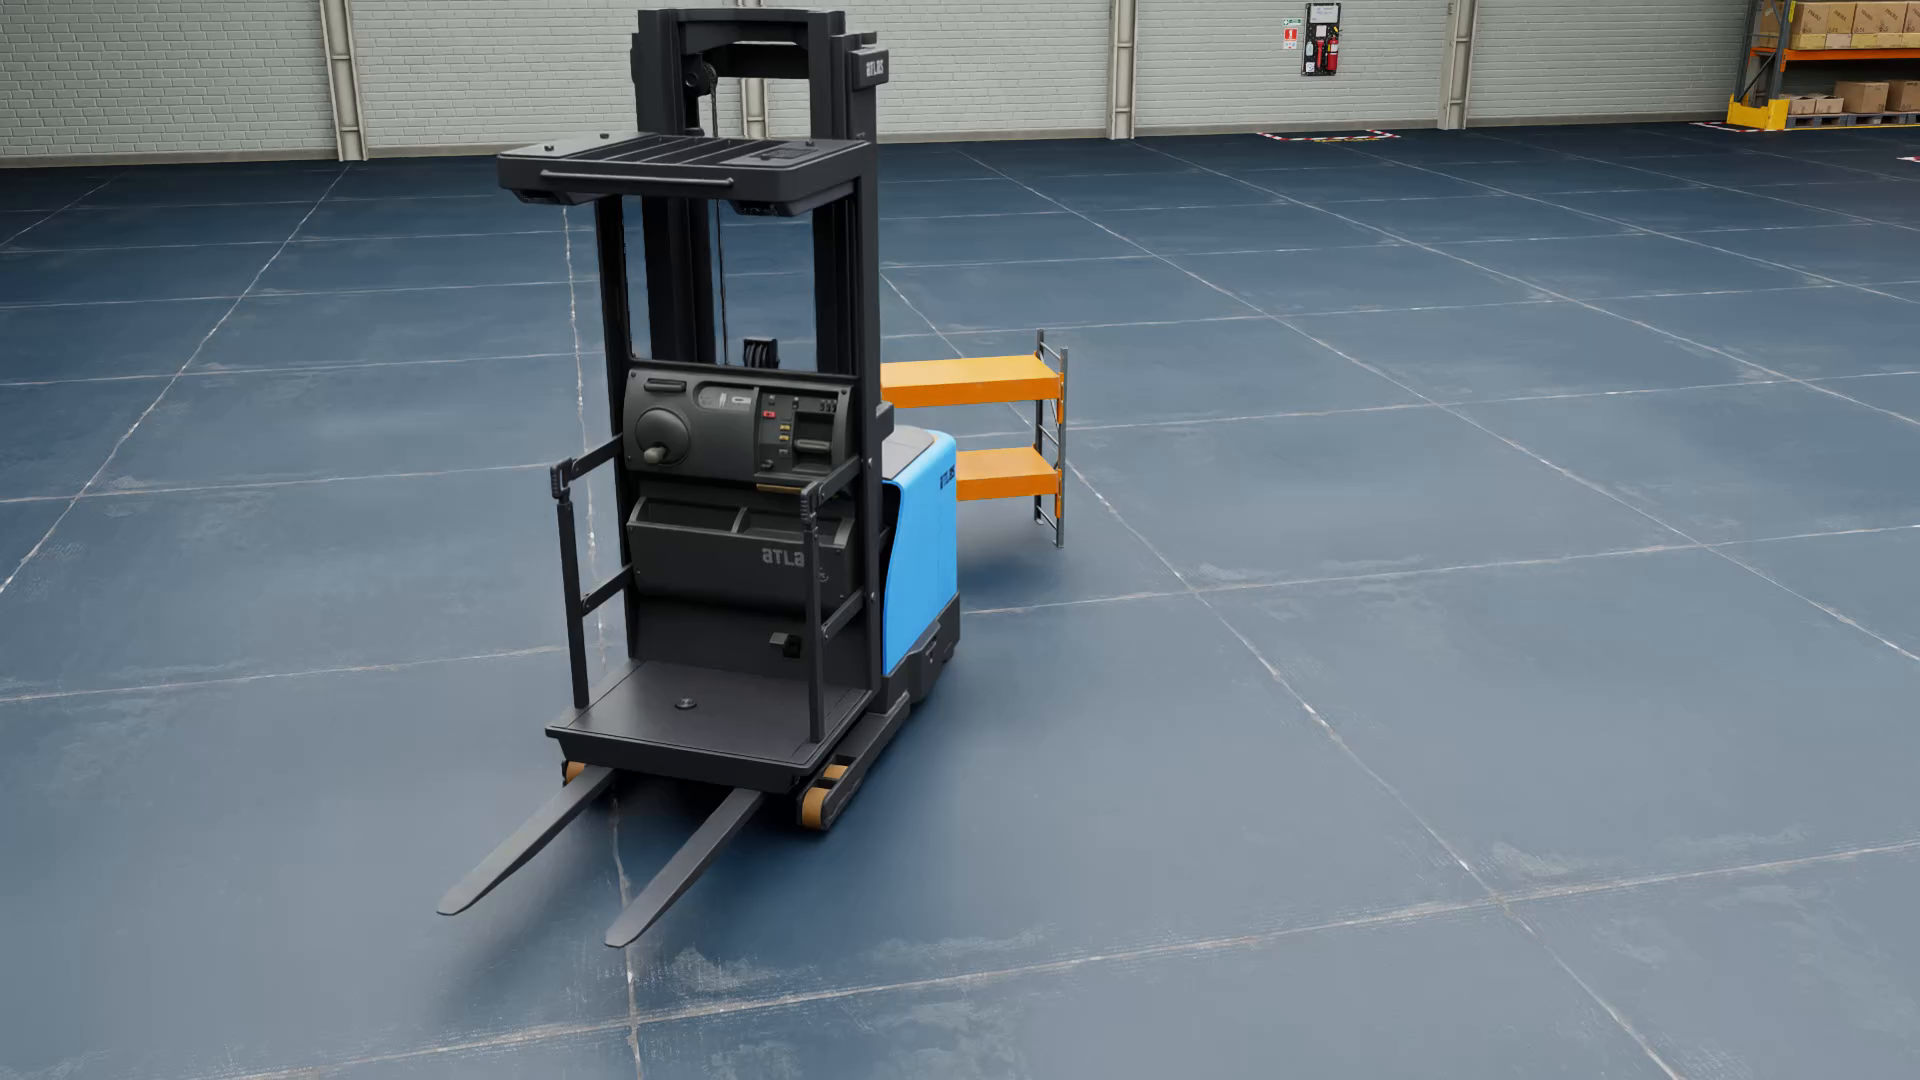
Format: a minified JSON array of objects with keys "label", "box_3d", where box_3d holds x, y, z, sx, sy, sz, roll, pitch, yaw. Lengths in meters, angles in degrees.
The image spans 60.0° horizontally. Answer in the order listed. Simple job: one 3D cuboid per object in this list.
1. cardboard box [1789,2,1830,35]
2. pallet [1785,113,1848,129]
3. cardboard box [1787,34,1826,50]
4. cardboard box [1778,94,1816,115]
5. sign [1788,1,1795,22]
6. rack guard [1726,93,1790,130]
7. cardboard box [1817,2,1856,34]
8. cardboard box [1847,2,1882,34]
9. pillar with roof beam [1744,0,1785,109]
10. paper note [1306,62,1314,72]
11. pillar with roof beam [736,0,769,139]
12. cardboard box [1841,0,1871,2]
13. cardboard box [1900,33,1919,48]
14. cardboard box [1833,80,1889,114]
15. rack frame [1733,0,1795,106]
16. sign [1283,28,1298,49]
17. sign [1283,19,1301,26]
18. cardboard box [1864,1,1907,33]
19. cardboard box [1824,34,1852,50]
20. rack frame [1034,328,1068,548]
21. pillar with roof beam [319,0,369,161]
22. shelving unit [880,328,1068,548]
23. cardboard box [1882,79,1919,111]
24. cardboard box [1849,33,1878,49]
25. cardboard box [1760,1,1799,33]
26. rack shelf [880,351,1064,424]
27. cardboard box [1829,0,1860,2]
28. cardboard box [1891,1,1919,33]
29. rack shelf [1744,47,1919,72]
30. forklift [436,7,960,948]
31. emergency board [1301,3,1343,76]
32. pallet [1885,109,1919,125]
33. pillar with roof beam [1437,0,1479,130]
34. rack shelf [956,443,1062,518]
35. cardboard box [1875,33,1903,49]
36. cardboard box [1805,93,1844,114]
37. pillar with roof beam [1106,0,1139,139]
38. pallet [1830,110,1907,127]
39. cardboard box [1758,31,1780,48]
[{"label":"cardboard box","box_3d":[14.364,-8.871,28.270,0.500,0.500,0.500,-5,21,-12]},{"label":"pallet","box_3d":[14.703,-7.392,29.187,1.213,0.211,1.003,-5,21,-12]},{"label":"cardboard box","box_3d":[14.378,-8.514,28.385,0.500,0.250,0.500,-5,21,-14]},{"label":"cardboard box","box_3d":[14.524,-7.611,29.002,0.500,0.311,0.500,-7,21,-19]},{"label":"sign","box_3d":[13.955,-8.868,27.903,0.005,0.325,0.100,-5,21,-12]},{"label":"rack guard","box_3d":[13.904,-7.475,28.994,0.348,0.500,1.175,-5,21,-12]},{"label":"cardboard box","box_3d":[14.847,-8.907,28.367,0.500,0.500,0.500,-5,21,-12]},{"label":"cardboard box","box_3d":[15.352,-8.946,28.473,0.500,0.500,0.500,-5,21,-14]},{"label":"pillar with roof beam","box_3d":[15.303,-10.364,24.524,0.400,9.000,9.100,-5,21,-12]},{"label":"paper note","box_3d":[5.872,-7.925,27.870,0.142,0.148,0.016,-5,21,-12]},{"label":"pillar with roof beam","box_3d":[-2.214,-8.939,20.634,0.400,9.000,9.100,-5,21,-12]},{"label":"cardboard box","box_3d":[15.724,-9.161,29.061,0.500,0.500,0.500,-4,21,-12]},{"label":"cardboard box","box_3d":[16.359,-8.678,28.832,0.500,0.250,0.500,-5,21,-13]},{"label":"cardboard box","box_3d":[15.804,-7.787,29.205,0.500,0.500,0.700,-6,21,-16]},{"label":"rack frame","box_3d":[13.830,-8.643,28.548,0.127,3.000,1.000,-5,21,-12]},{"label":"sign","box_3d":[5.498,-8.338,27.662,0.234,0.329,0.001,-5,21,-12]},{"label":"sign","box_3d":[5.504,-8.584,27.564,0.331,0.109,0.001,-5,21,-12]},{"label":"cardboard box","box_3d":[15.851,-8.990,28.596,0.500,0.500,0.500,-4,20,-11]},{"label":"cardboard box","box_3d":[14.880,-8.560,28.511,0.500,0.250,0.500,-5,21,-14]},{"label":"rack frame","box_3d":[0.501,-0.569,9.232,0.032,1.125,0.500,-5,21,-12]},{"label":"pillar with roof beam","box_3d":[-8.053,-8.464,19.338,0.400,9.000,9.100,-5,21,-12]},{"label":"shelving unit","box_3d":[0.007,-0.529,9.123,1.048,1.125,0.538,-5,21,-12]},{"label":"cardboard box","box_3d":[16.722,-7.897,29.505,0.500,0.500,0.500,-6,21,-17]},{"label":"cardboard box","box_3d":[15.377,-8.598,28.615,0.500,0.250,0.500,-5,21,-13]},{"label":"cardboard box","box_3d":[14.240,-9.042,28.737,0.500,0.500,0.500,-5,21,-13]},{"label":"rack shelf","box_3d":[0.007,-0.804,9.022,1.000,0.278,0.538,-5,21,-12]},{"label":"cardboard box","box_3d":[15.234,-9.121,28.953,0.500,0.500,0.500,-5,21,-14]},{"label":"cardboard box","box_3d":[16.357,-9.032,28.709,0.500,0.500,0.500,-5,21,-14]},{"label":"rack shelf","box_3d":[15.777,-8.463,29.104,4.000,0.370,1.077,-5,21,-12]},{"label":"forklift","box_3d":[-0.927,-0.426,6.216,1.130,2.935,3.031,6,21,16]},{"label":"emergency board","box_3d":[6.060,-8.330,27.694,0.643,1.169,0.194,-5,21,-12]},{"label":"pallet","box_3d":[17.077,-7.585,29.714,1.213,0.211,1.003,-5,21,-12]},{"label":"pillar with roof beam","box_3d":[9.464,-9.889,23.227,0.400,9.000,9.100,-5,21,-12]},{"label":"rack shelf","box_3d":[0.007,-0.299,9.207,1.000,0.278,0.538,-5,21,-12]},{"label":"cardboard box","box_3d":[15.870,-8.638,28.722,0.500,0.250,0.500,-4,21,-12]},{"label":"cardboard box","box_3d":[15.079,-7.657,29.125,0.500,0.311,0.500,-3,20,-8]},{"label":"pillar with roof beam","box_3d":[3.625,-9.414,21.931,0.400,9.000,9.100,-5,21,-12]},{"label":"pallet","box_3d":[15.888,-7.487,29.447,1.213,0.211,1.003,-5,21,-12]},{"label":"cardboard box","box_3d":[14.241,-8.684,28.848,0.500,0.250,0.500,-4,21,-12]}]
